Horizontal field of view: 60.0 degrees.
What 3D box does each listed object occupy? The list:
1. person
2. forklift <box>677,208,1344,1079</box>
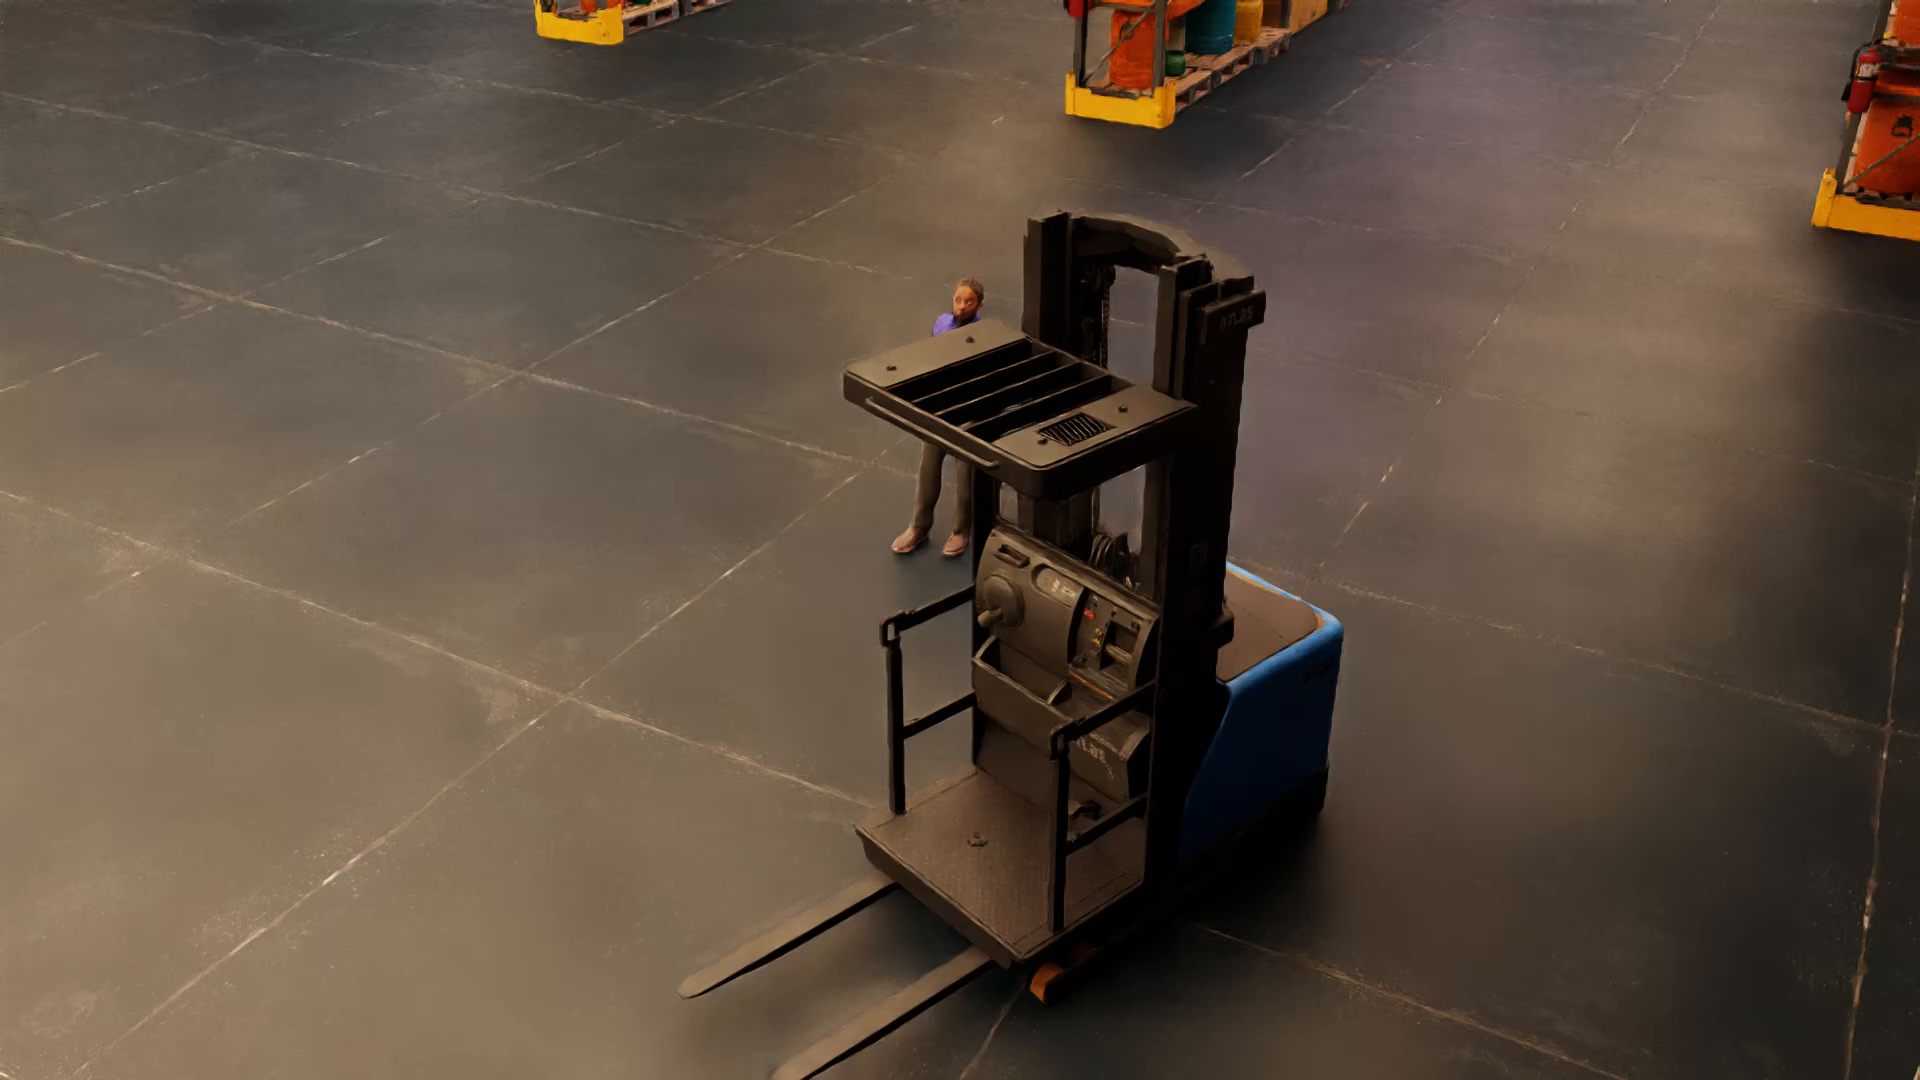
[{"bbox_3d":[-0.059,-0.667,9.540,0.570,1.603,0.503,15,33,25],"label":"person"},{"bbox_3d":[0.251,0.313,6.528,3.031,2.935,1.130,-24,37,-35],"label":"forklift"}]
